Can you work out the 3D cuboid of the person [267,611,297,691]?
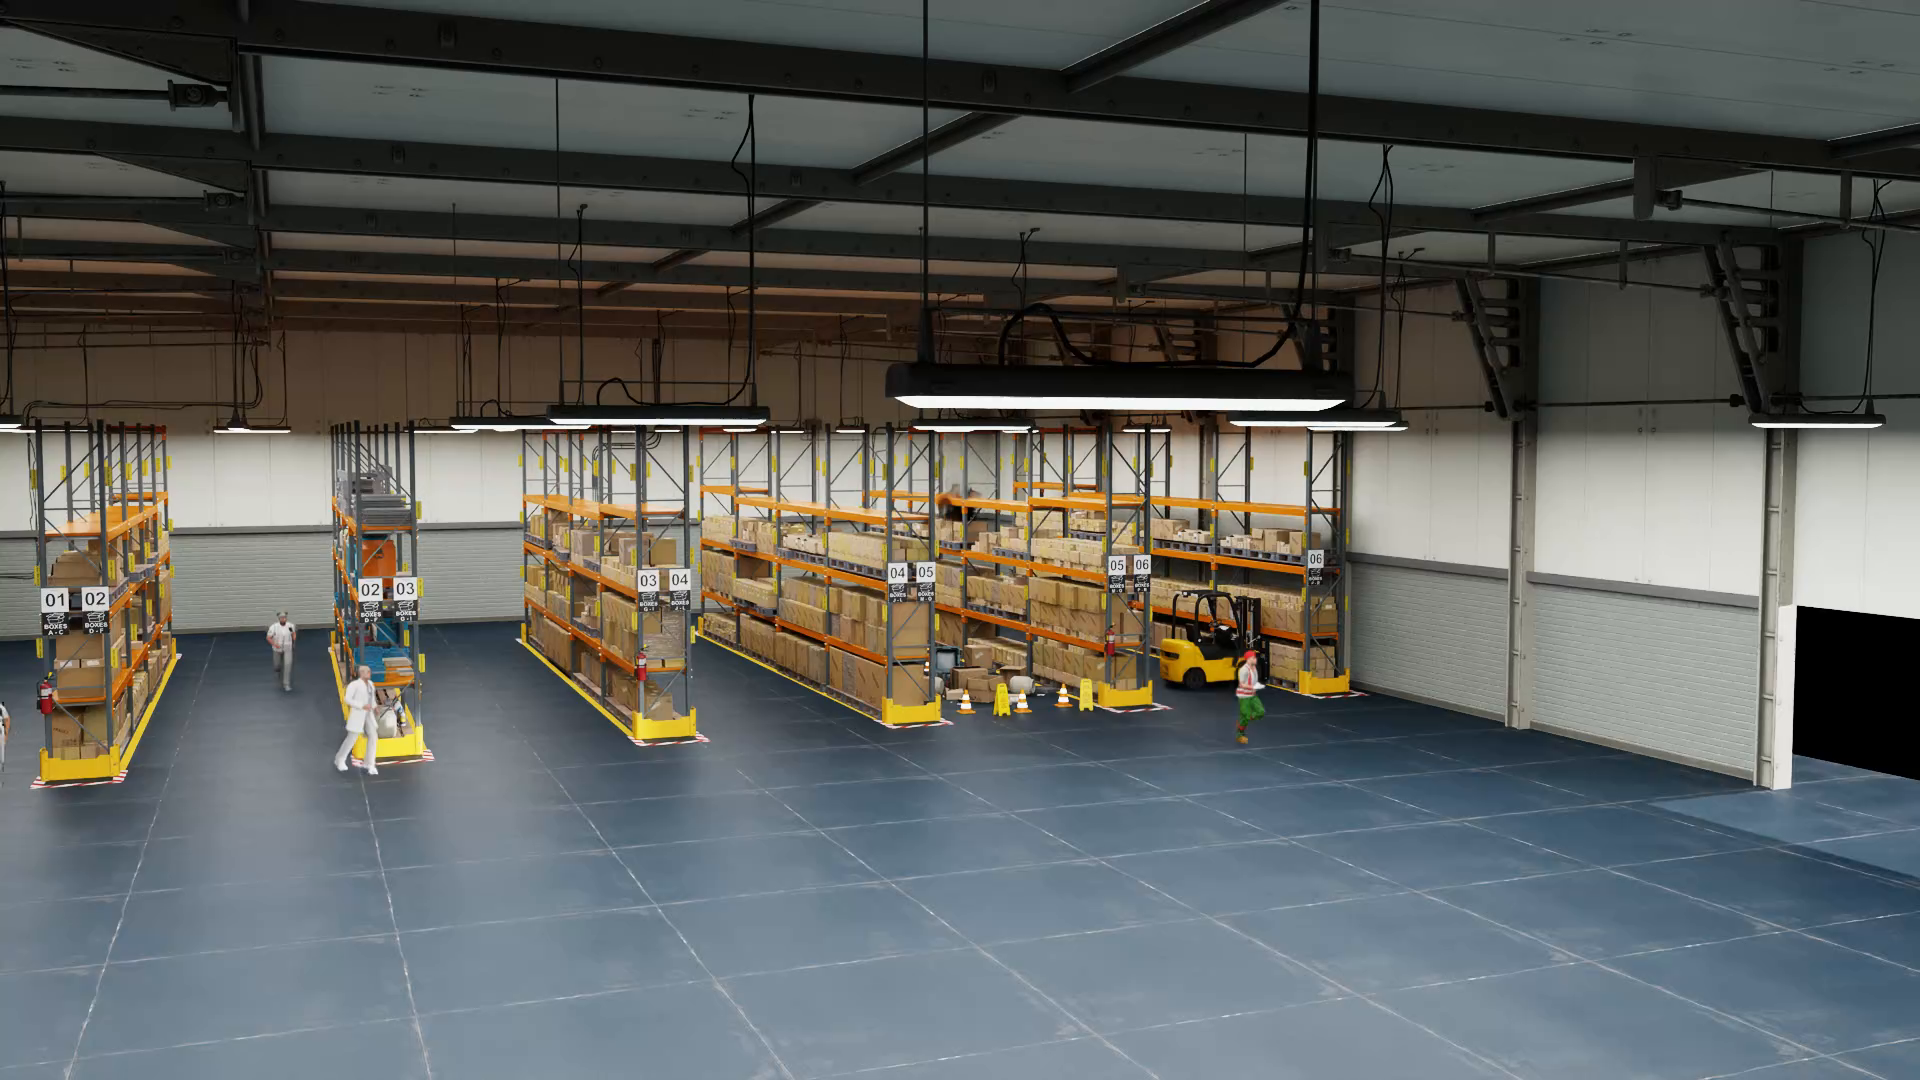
[{"bbox_3d":[-15.411,2.502,37.802,0.633,1.792,1.111,-1,4,-23],"label":"person"}]

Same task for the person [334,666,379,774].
[{"bbox_3d":[-10.212,3.058,28.433,0.872,1.813,0.754,2,4,25],"label":"person"}]

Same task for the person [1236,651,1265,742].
[{"bbox_3d":[5.421,2.914,30.963,0.657,1.728,0.707,3,5,39],"label":"person"}]

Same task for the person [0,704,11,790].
[{"bbox_3d":[-15.759,3.235,27.014,0.639,1.639,0.531,-3,5,-42],"label":"person"}]
